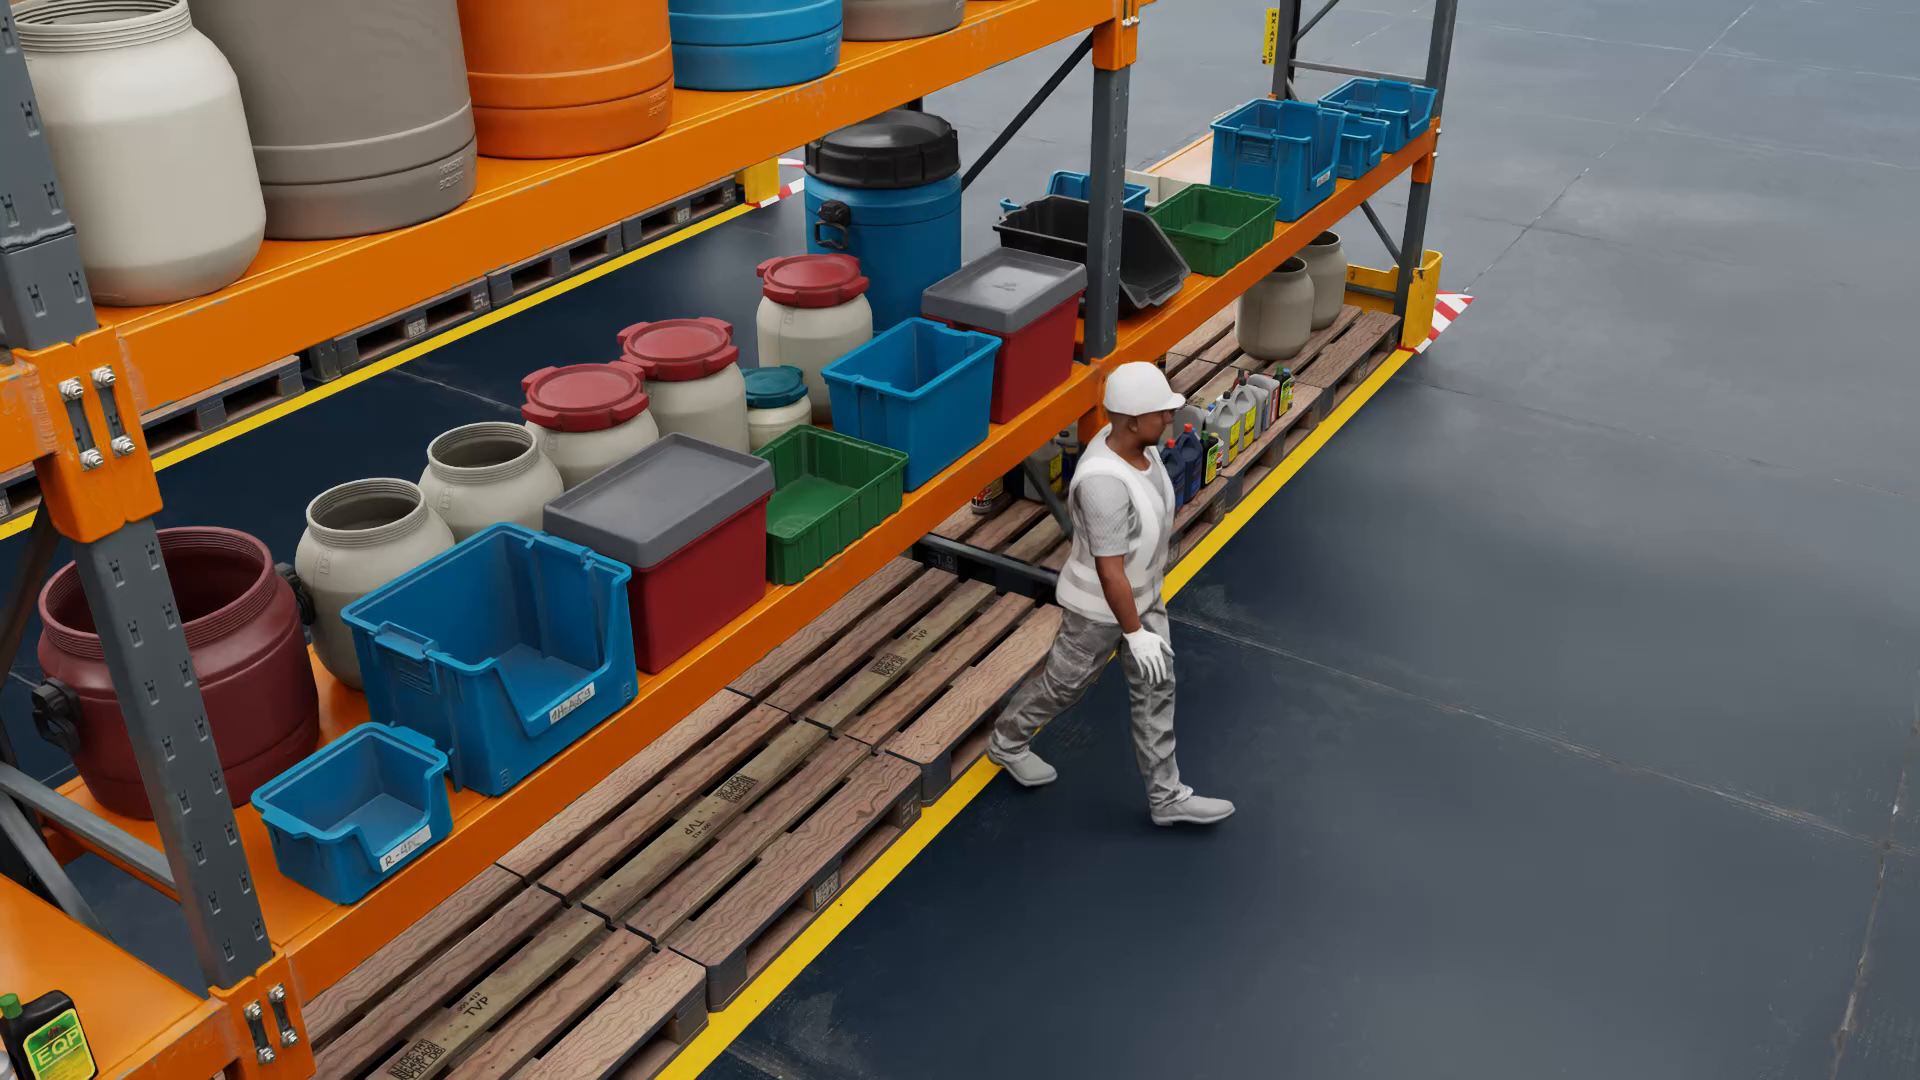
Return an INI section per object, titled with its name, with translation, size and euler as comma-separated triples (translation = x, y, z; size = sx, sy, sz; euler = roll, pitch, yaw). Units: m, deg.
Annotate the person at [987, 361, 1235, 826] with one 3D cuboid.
[person]
translation = 0.558, 0.205, 5.822
size = 0.959, 1.749, 0.577
euler = 15, 33, 24
